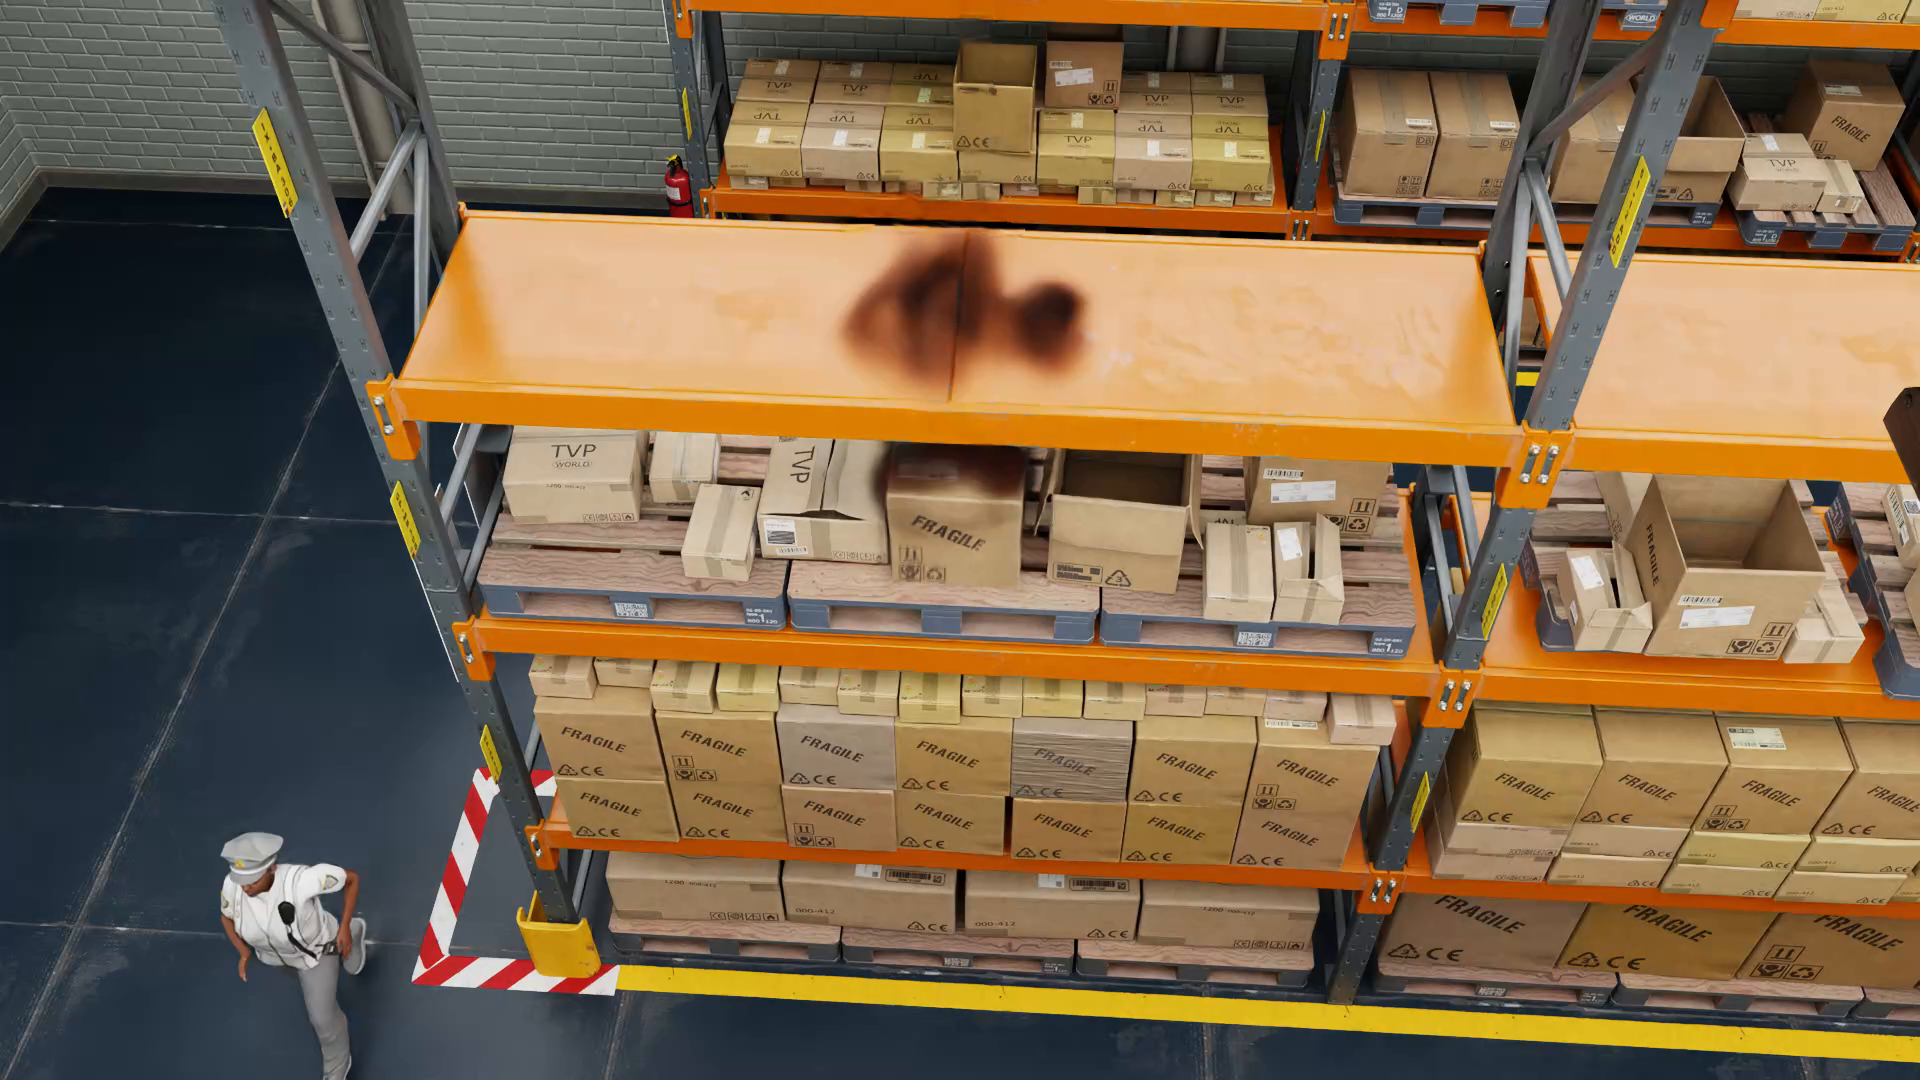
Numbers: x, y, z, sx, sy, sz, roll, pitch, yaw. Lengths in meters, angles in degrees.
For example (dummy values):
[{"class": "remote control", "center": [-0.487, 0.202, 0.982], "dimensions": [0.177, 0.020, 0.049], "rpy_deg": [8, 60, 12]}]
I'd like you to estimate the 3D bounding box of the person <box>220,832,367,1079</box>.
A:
[{"class": "person", "center": [-3.110, 1.897, 7.856], "dimensions": [0.575, 1.685, 0.938], "rpy_deg": [7, 48, 6]}]
